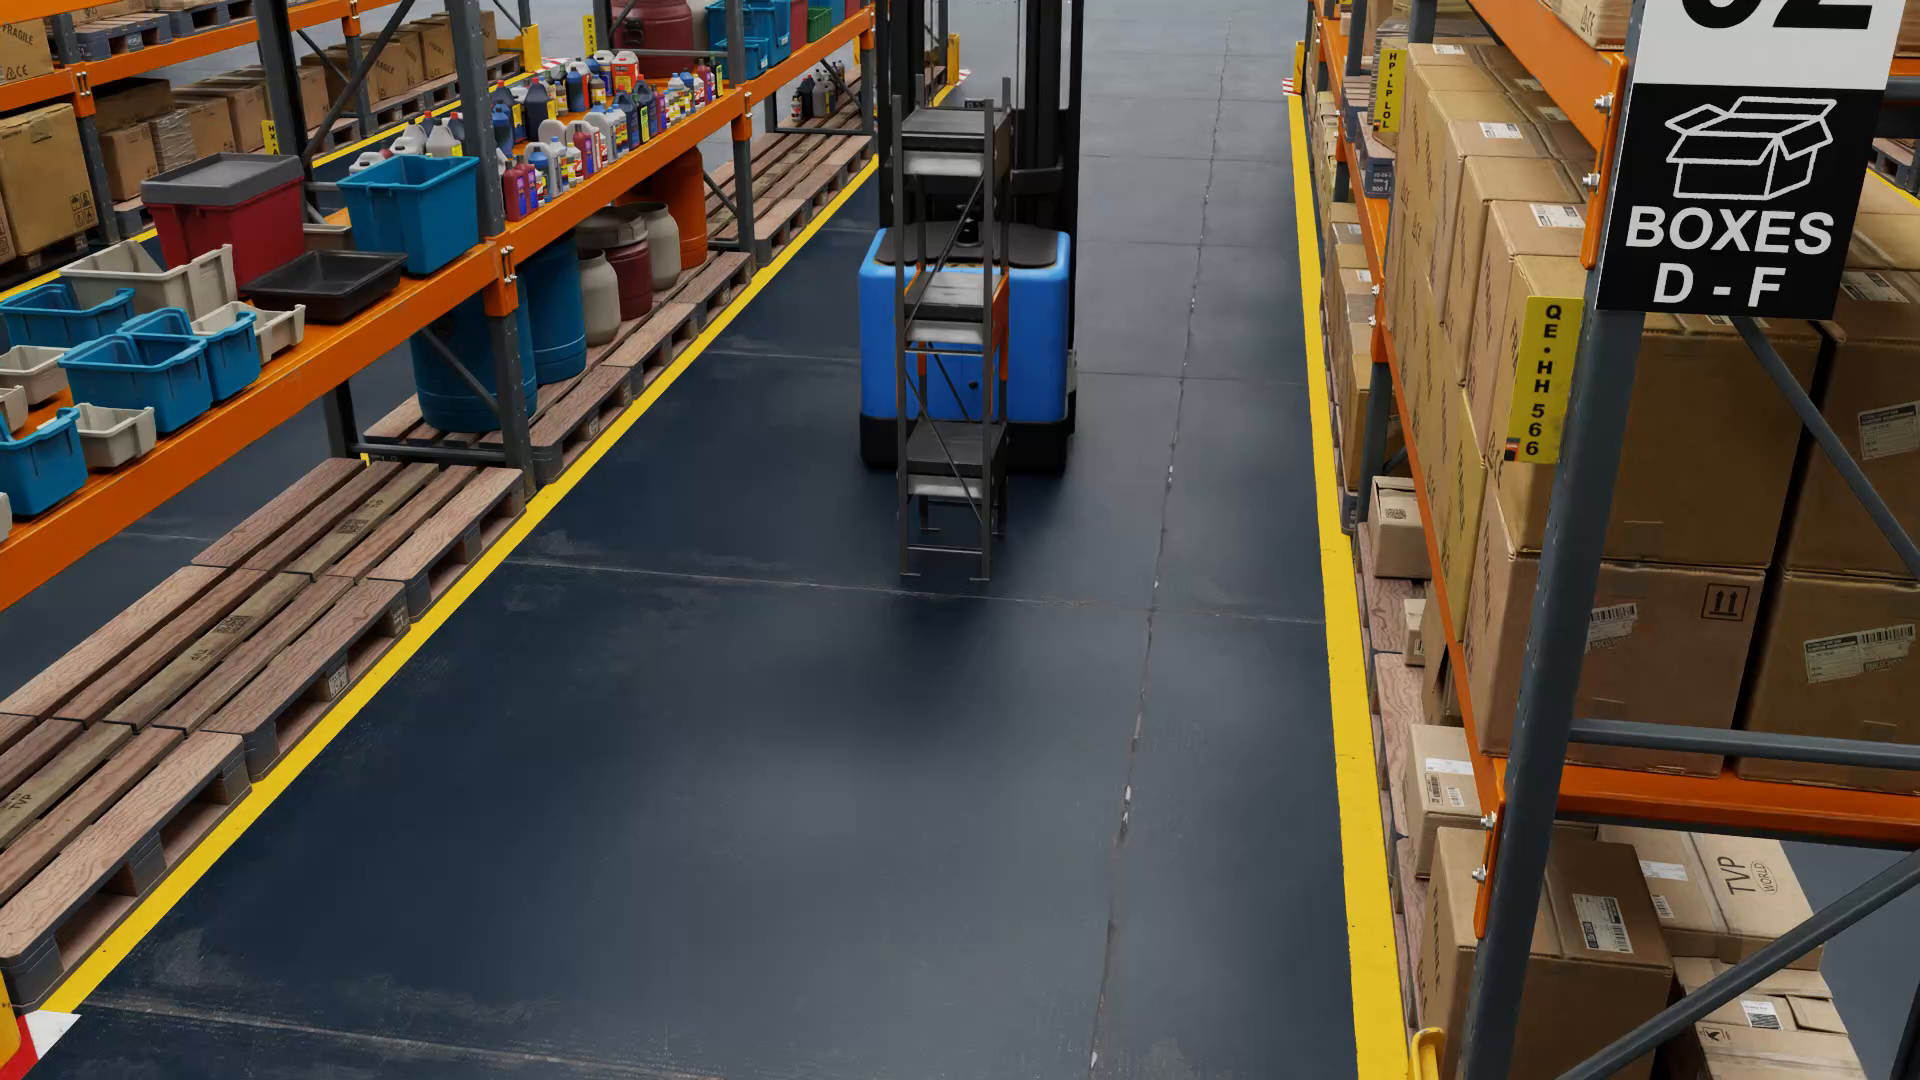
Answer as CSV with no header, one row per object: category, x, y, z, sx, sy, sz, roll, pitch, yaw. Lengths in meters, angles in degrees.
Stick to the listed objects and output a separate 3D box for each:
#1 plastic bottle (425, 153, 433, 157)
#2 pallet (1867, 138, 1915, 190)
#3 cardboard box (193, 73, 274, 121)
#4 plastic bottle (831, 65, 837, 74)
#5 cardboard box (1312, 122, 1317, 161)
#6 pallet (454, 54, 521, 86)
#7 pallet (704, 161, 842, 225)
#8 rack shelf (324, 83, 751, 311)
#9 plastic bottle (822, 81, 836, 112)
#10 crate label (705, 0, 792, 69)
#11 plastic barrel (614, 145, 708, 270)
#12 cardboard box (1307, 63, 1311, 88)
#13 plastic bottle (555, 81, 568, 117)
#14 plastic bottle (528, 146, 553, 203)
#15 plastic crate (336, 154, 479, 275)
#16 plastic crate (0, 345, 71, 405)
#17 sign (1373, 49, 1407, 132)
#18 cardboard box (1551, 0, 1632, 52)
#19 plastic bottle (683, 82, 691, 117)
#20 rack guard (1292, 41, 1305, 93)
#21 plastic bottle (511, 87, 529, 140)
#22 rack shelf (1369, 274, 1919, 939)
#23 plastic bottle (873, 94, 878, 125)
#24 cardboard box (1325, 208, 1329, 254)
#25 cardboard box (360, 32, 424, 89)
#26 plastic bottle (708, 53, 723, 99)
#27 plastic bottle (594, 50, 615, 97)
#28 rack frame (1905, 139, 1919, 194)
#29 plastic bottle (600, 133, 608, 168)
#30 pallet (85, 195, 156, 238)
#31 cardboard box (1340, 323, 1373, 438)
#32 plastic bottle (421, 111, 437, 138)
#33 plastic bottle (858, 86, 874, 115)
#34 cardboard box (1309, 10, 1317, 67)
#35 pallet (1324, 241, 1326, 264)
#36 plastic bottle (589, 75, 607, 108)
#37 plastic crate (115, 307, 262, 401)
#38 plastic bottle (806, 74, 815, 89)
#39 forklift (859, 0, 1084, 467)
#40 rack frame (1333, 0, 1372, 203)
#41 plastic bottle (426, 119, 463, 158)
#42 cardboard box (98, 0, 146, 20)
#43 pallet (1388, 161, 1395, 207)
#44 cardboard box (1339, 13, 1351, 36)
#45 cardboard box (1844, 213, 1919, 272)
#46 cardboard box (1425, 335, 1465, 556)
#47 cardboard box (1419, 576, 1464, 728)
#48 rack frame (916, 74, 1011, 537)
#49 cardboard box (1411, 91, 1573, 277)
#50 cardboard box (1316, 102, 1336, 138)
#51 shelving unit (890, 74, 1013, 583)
plastic bottle,-2.669,-1.848,8.394,0.097,0.201,0.097,0,25,0
pallet,8.556,-3.279,14.506,1.003,0.211,1.213,4,25,9
cardboard box,-6.397,-3.902,14.976,0.700,0.500,0.500,4,25,8
plastic bottle,-1.299,-4.701,16.955,0.097,0.271,0.097,0,25,0
cardboard box,3.283,-3.393,14.209,0.500,0.250,0.500,3,25,7
pallet,-5.705,-5.329,18.885,1.003,0.211,1.213,4,25,9
pallet,-1.580,-2.839,13.566,1.003,0.211,1.213,4,25,9
rack shelf,-2.273,-2.109,9.567,1.077,0.370,4.000,4,25,9
plastic bottle,-1.290,-4.280,16.050,0.152,0.276,0.135,4,25,9
crate label,-1.517,-3.685,12.042,0.502,0.435,0.616,4,25,9
plastic barrel,-2.010,-2.273,11.133,0.600,0.830,0.708,4,25,9
cardboard box,3.862,-4.800,17.213,0.500,0.250,0.500,4,25,9
plastic bottle,-2.479,-2.727,10.273,0.097,0.201,0.097,0,25,0
plastic bottle,-2.081,-1.810,8.231,0.097,0.271,0.097,0,25,0
plastic crate,-2.340,-1.400,7.150,0.392,0.384,0.575,4,25,9
plastic crate,-3.186,-0.551,5.629,0.298,0.136,0.250,4,25,9
sign,1.738,-1.815,6.724,0.100,0.325,0.005,4,25,9
cardboard box,1.456,-1.105,3.211,0.500,0.250,0.500,4,25,9
plastic bottle,-1.714,-2.717,10.251,0.097,0.201,0.097,0,25,0
rack guard,4.251,-5.151,18.164,1.175,0.500,0.348,4,25,9
plastic bottle,-2.563,-2.477,9.650,0.152,0.276,0.135,4,25,9
rack shelf,1.959,-0.092,5.256,1.077,0.370,4.000,4,25,9
plastic bottle,-0.808,-4.011,15.481,0.097,0.271,0.097,0,25,0
cardboard box,2.785,-2.109,11.465,0.500,0.250,0.500,5,25,10
cardboard box,-5.964,-5.016,17.380,0.500,0.500,0.500,2,25,4
plastic bottle,-1.592,-3.020,10.802,0.061,0.283,0.133,4,25,9
plastic bottle,-2.336,-3.057,10.889,0.152,0.276,0.135,4,25,9
rack frame,8.481,-4.258,13.309,1.000,3.000,0.127,4,25,9
plastic bottle,-1.951,-2.110,8.954,0.097,0.201,0.097,0,25,0
pallet,-6.704,-2.679,13.224,1.003,0.211,1.213,4,25,9
cardboard box,2.173,-0.754,8.251,0.500,0.500,0.500,4,25,9
plastic bottle,-2.743,-2.061,8.673,0.144,0.351,0.185,4,25,9
plastic bottle,-0.894,-4.263,15.925,0.144,0.351,0.185,4,25,9
cardboard box,3.860,-5.139,17.055,0.500,0.500,0.500,4,25,9
pallet,3.113,-2.006,11.786,1.003,0.211,1.213,4,25,9
plastic bottle,-2.286,-2.829,10.490,0.097,0.201,0.097,0,25,0
plastic crate,-2.624,-0.634,5.693,0.416,0.233,0.300,4,25,9
plastic bottle,-1.440,-4.314,16.033,0.144,0.351,0.185,3,25,6
forklift,0.120,-2.280,9.164,1.130,2.935,3.031,2,25,4
rack frame,2.940,-2.927,10.465,1.000,3.000,0.127,4,25,9
plastic bottle,-2.631,-1.974,8.486,0.144,0.351,0.185,4,25,9
cardboard box,-6.791,-4.319,12.826,0.700,0.500,0.500,8,26,16
pallet,2.524,-1.494,7.629,1.003,0.211,1.213,4,25,9
cardboard box,3.247,-4.130,13.331,0.380,0.149,0.250,4,25,9
cardboard box,2.043,-0.466,3.909,0.500,0.500,0.500,4,25,9
cardboard box,1.605,-0.258,4.645,0.500,0.500,0.500,4,25,9
cardboard box,1.984,0.463,5.647,0.797,0.503,0.637,4,25,9
rack frame,0.013,-0.984,7.375,0.400,2.100,0.015,4,25,9
cardboard box,1.763,-1.144,5.358,0.500,0.500,0.500,3,25,7
cardboard box,3.193,-3.434,13.635,0.500,0.311,0.500,4,25,8
shelving unit,-0.027,-0.882,7.157,0.431,2.100,0.503,4,25,9
